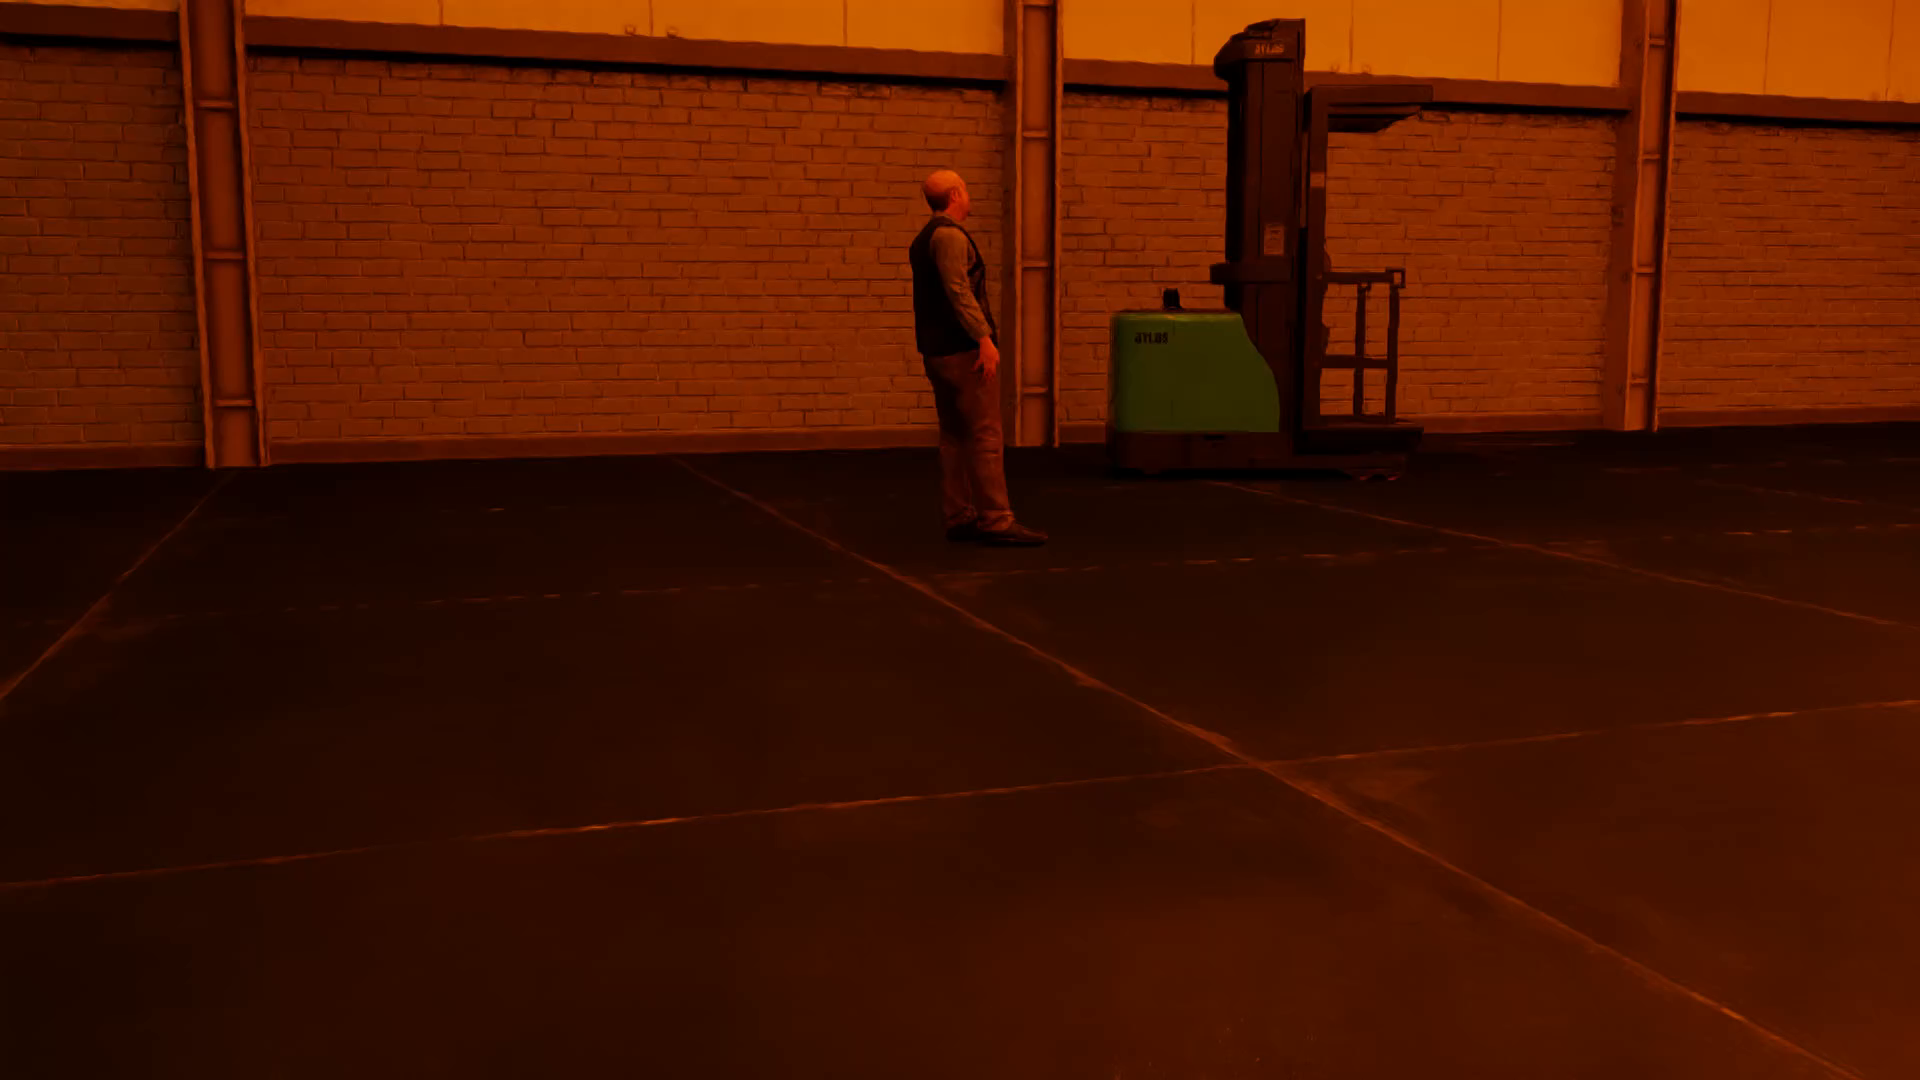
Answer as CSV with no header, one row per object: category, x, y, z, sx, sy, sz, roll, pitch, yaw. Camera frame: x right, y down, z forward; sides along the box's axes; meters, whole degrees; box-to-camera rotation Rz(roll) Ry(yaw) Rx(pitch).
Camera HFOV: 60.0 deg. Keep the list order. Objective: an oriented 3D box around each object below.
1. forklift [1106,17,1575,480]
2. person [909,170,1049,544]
forklift,2.534,-1.914,11.121,3.031,2.935,1.130,0,8,1
person,0.062,-0.862,7.819,0.567,1.720,0.632,-3,8,-18
